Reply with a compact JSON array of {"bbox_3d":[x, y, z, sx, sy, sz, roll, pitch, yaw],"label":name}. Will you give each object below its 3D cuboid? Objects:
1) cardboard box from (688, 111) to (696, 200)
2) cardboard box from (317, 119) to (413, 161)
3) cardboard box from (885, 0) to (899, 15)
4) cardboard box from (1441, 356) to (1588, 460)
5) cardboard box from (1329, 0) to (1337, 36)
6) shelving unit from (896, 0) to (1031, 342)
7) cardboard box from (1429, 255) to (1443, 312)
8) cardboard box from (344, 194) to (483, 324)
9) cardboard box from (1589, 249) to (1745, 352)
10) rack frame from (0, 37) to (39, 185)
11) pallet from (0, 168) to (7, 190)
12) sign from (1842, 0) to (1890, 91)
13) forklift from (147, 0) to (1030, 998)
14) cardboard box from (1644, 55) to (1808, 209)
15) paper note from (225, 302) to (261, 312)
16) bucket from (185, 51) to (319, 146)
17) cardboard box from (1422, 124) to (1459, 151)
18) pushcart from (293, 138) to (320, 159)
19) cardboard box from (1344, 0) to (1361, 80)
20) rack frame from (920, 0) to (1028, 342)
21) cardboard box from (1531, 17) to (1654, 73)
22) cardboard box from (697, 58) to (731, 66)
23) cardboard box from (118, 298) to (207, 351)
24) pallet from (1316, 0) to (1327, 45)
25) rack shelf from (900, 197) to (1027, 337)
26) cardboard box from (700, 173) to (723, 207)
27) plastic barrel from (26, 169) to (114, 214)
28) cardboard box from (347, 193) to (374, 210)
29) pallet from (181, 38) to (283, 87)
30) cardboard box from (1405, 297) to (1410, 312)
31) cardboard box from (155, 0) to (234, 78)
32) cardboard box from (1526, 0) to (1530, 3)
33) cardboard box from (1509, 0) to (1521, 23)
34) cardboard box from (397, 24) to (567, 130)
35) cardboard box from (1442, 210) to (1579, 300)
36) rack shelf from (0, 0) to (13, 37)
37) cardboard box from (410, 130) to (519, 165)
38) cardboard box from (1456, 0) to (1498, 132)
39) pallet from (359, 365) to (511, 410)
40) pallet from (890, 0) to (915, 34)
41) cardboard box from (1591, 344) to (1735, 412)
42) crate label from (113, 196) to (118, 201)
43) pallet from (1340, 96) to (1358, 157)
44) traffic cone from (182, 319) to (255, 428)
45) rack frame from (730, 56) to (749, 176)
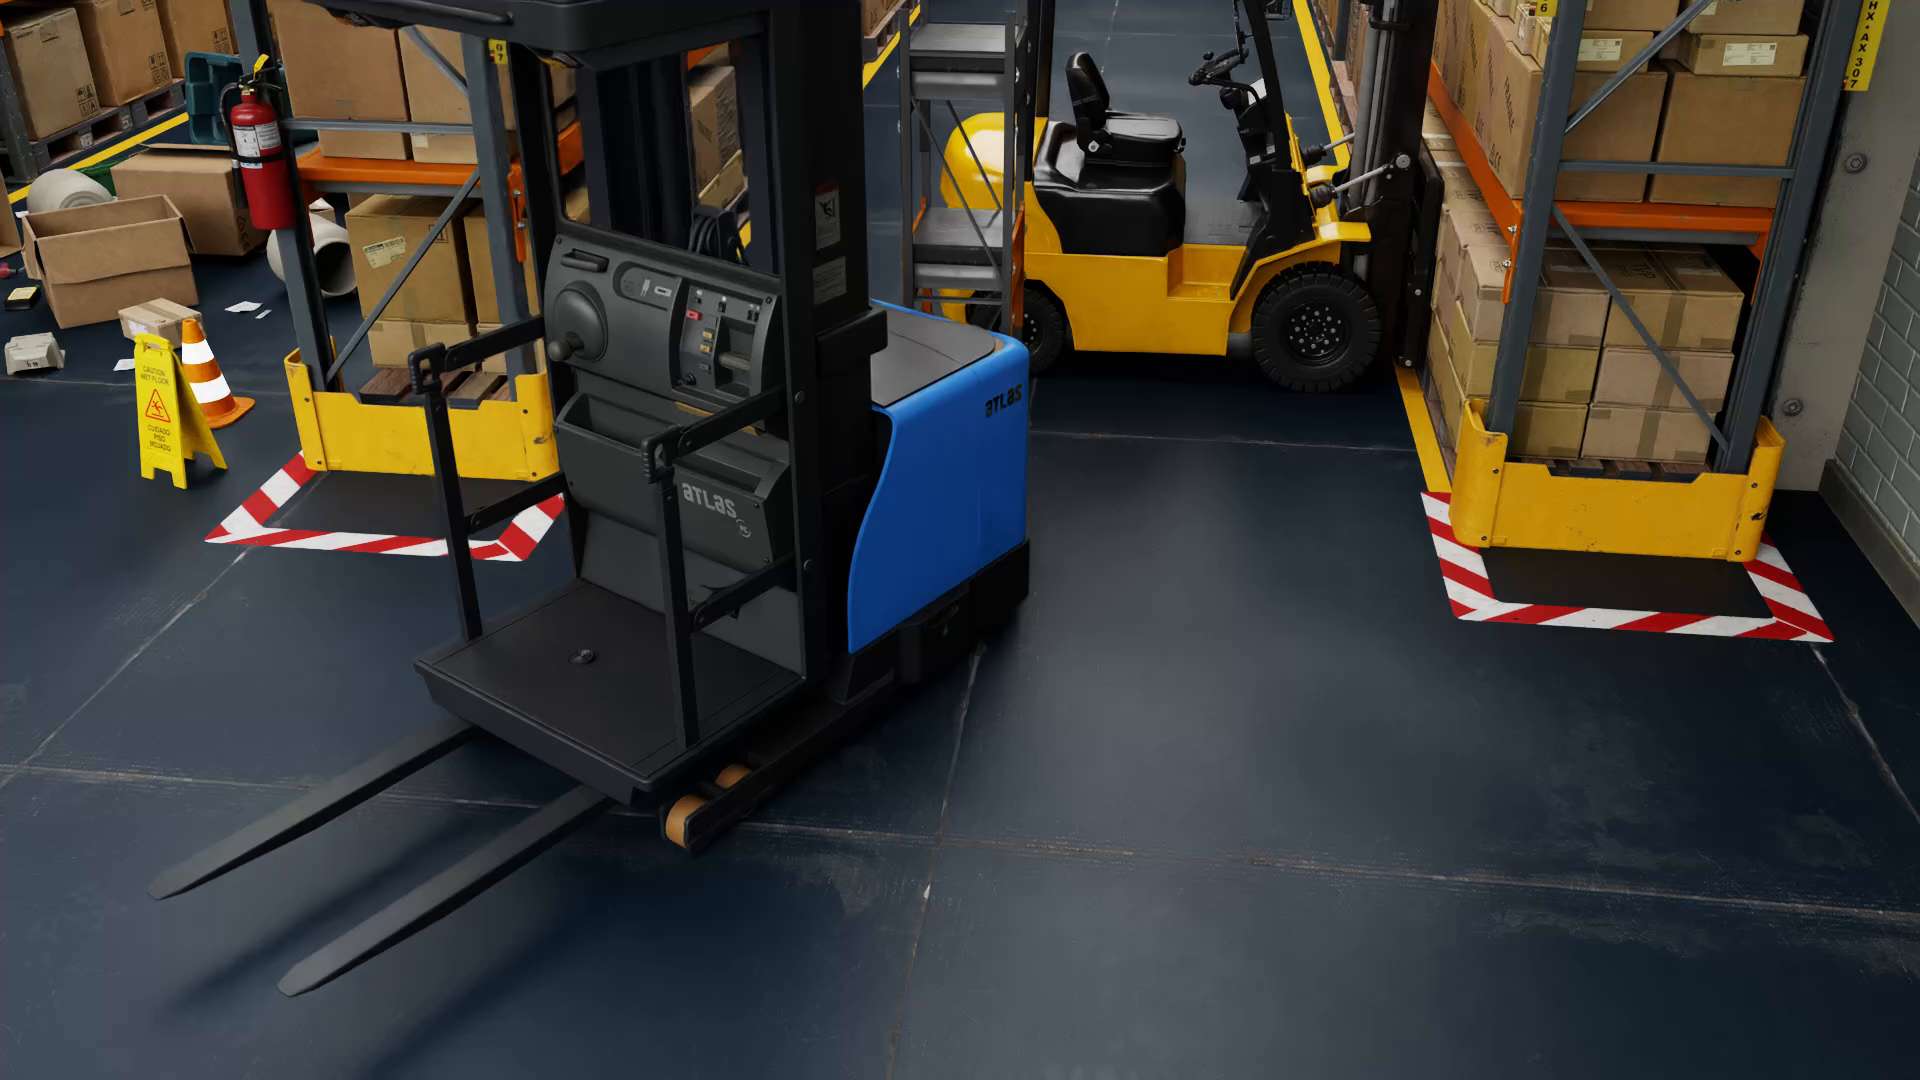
[{"bbox_3d":[-1.753,-2.056,9.070,0.500,0.500,0.500,5,29,9],"label":"cardboard box"},{"bbox_3d":[-2.481,-1.721,7.046,0.380,0.149,0.250,4,29,8],"label":"cardboard box"},{"bbox_3d":[-1.054,-5.398,15.405,0.875,0.875,0.875,4,29,7],"label":"cardboard box"},{"bbox_3d":[2.356,-0.570,7.102,0.500,0.250,0.500,4,29,7],"label":"cardboard box"},{"bbox_3d":[3.502,-4.653,14.417,0.500,0.500,0.500,3,28,5],"label":"cardboard box"},{"bbox_3d":[0.020,-1.002,6.397,0.431,2.100,0.503,3,28,6],"label":"shelving unit"},{"bbox_3d":[2.476,-1.278,7.888,0.500,0.250,0.500,3,28,5],"label":"cardboard box"},{"bbox_3d":[-2.476,-1.340,7.740,0.500,0.500,0.500,4,29,7],"label":"cardboard box"},{"bbox_3d":[2.858,-0.986,6.820,0.500,0.250,0.500,3,28,5],"label":"cardboard box"},{"bbox_3d":[-6.750,-3.766,10.578,1.000,3.000,0.127,3,28,6],"label":"rack frame"},{"bbox_3d":[-6.921,-2.185,10.583,1.003,0.211,1.213,3,28,6],"label":"pallet"},{"bbox_3d":[3.162,-1.737,5.816,0.100,0.325,0.005,3,28,6],"label":"sign"},{"bbox_3d":[-1.032,-0.619,4.809,1.130,2.935,3.031,20,34,32],"label":"forklift"},{"bbox_3d":[2.948,-1.617,6.484,0.500,0.500,0.500,4,29,8],"label":"cardboard box"},{"bbox_3d":[-3.922,-1.283,9.110,0.148,0.019,0.142,14,31,24],"label":"paper note"},{"bbox_3d":[-4.479,-2.796,10.626,0.726,0.611,0.620,14,21,24],"label":"bucket"},{"bbox_3d":[2.609,-1.969,8.645,0.500,0.250,0.500,4,29,8],"label":"cardboard box"},{"bbox_3d":[-4.094,-2.480,10.956,1.648,0.377,0.936,-6,29,-11],"label":"pushcart"},{"bbox_3d":[3.502,-3.969,13.015,0.875,0.625,0.625,4,29,8],"label":"cardboard box"},{"bbox_3d":[0.050,-1.117,6.610,0.400,2.100,0.015,3,28,6],"label":"rack frame"},{"bbox_3d":[2.376,-1.865,6.260,0.380,0.149,0.250,4,29,7],"label":"cardboard box"},{"bbox_3d":[-1.678,-3.139,11.743,0.950,0.372,0.625,5,29,9],"label":"cardboard box"},{"bbox_3d":[-4.159,-1.122,8.676,0.380,0.149,0.250,20,34,32],"label":"cardboard box"},{"bbox_3d":[3.873,-4.816,15.467,1.003,0.211,1.213,3,28,6],"label":"pallet"},{"bbox_3d":[0.020,-0.990,6.403,0.431,0.518,0.480,3,28,6],"label":"rack shelf"},{"bbox_3d":[-1.686,-1.955,9.672,0.500,0.250,0.500,3,28,5],"label":"cardboard box"},{"bbox_3d":[-5.367,-2.009,10.032,0.421,0.421,0.512,-24,36,-37],"label":"plastic barrel"},{"bbox_3d":[-3.307,-2.001,9.935,0.500,0.500,0.500,-24,36,-37],"label":"cardboard box"},{"bbox_3d":[-6.431,-4.054,14.053,1.003,0.211,1.213,3,28,6],"label":"pallet"},{"bbox_3d":[2.538,-1.284,8.428,0.500,0.250,0.500,4,29,8],"label":"cardboard box"},{"bbox_3d":[-6.528,-4.150,13.220,1.050,0.750,0.750,4,29,7],"label":"cardboard box"},{"bbox_3d":[2.451,-2.240,6.643,0.380,0.149,0.250,4,29,7],"label":"cardboard box"},{"bbox_3d":[2.512,-2.222,6.922,0.380,0.149,0.250,3,28,6],"label":"cardboard box"},{"bbox_3d":[-1.982,-2.025,6.927,0.500,0.500,0.500,3,28,5],"label":"cardboard box"},{"bbox_3d":[2.415,-1.246,7.303,0.500,0.250,0.500,4,29,7],"label":"cardboard box"},{"bbox_3d":[-6.505,-4.391,12.496,1.077,0.370,4.000,3,28,6],"label":"rack shelf"},{"bbox_3d":[-2.068,-1.680,6.971,0.380,0.149,0.250,3,29,6],"label":"cardboard box"},{"bbox_3d":[2.547,-2.132,7.439,0.500,0.500,0.500,3,28,5],"label":"cardboard box"},{"bbox_3d":[-2.171,-0.831,8.071,1.003,0.211,1.213,3,28,6],"label":"pallet"},{"bbox_3d":[-1.011,-5.120,16.032,1.003,0.211,1.213,3,28,6],"label":"pallet"},{"bbox_3d":[2.875,-0.760,6.927,0.500,0.250,0.500,4,29,7],"label":"cardboard box"},{"bbox_3d":[-5.242,-2.098,10.499,0.298,0.136,0.250,-17,33,-29],"label":"crate label"},{"bbox_3d":[3.300,-2.936,11.978,1.003,0.211,1.213,3,28,6],"label":"pallet"},{"bbox_3d":[-3.543,-0.803,7.753,0.336,0.463,0.334,3,28,6],"label":"traffic cone"},{"bbox_3d":[-1.825,-3.526,10.132,1.000,3.000,0.127,3,28,6],"label":"rack frame"}]
